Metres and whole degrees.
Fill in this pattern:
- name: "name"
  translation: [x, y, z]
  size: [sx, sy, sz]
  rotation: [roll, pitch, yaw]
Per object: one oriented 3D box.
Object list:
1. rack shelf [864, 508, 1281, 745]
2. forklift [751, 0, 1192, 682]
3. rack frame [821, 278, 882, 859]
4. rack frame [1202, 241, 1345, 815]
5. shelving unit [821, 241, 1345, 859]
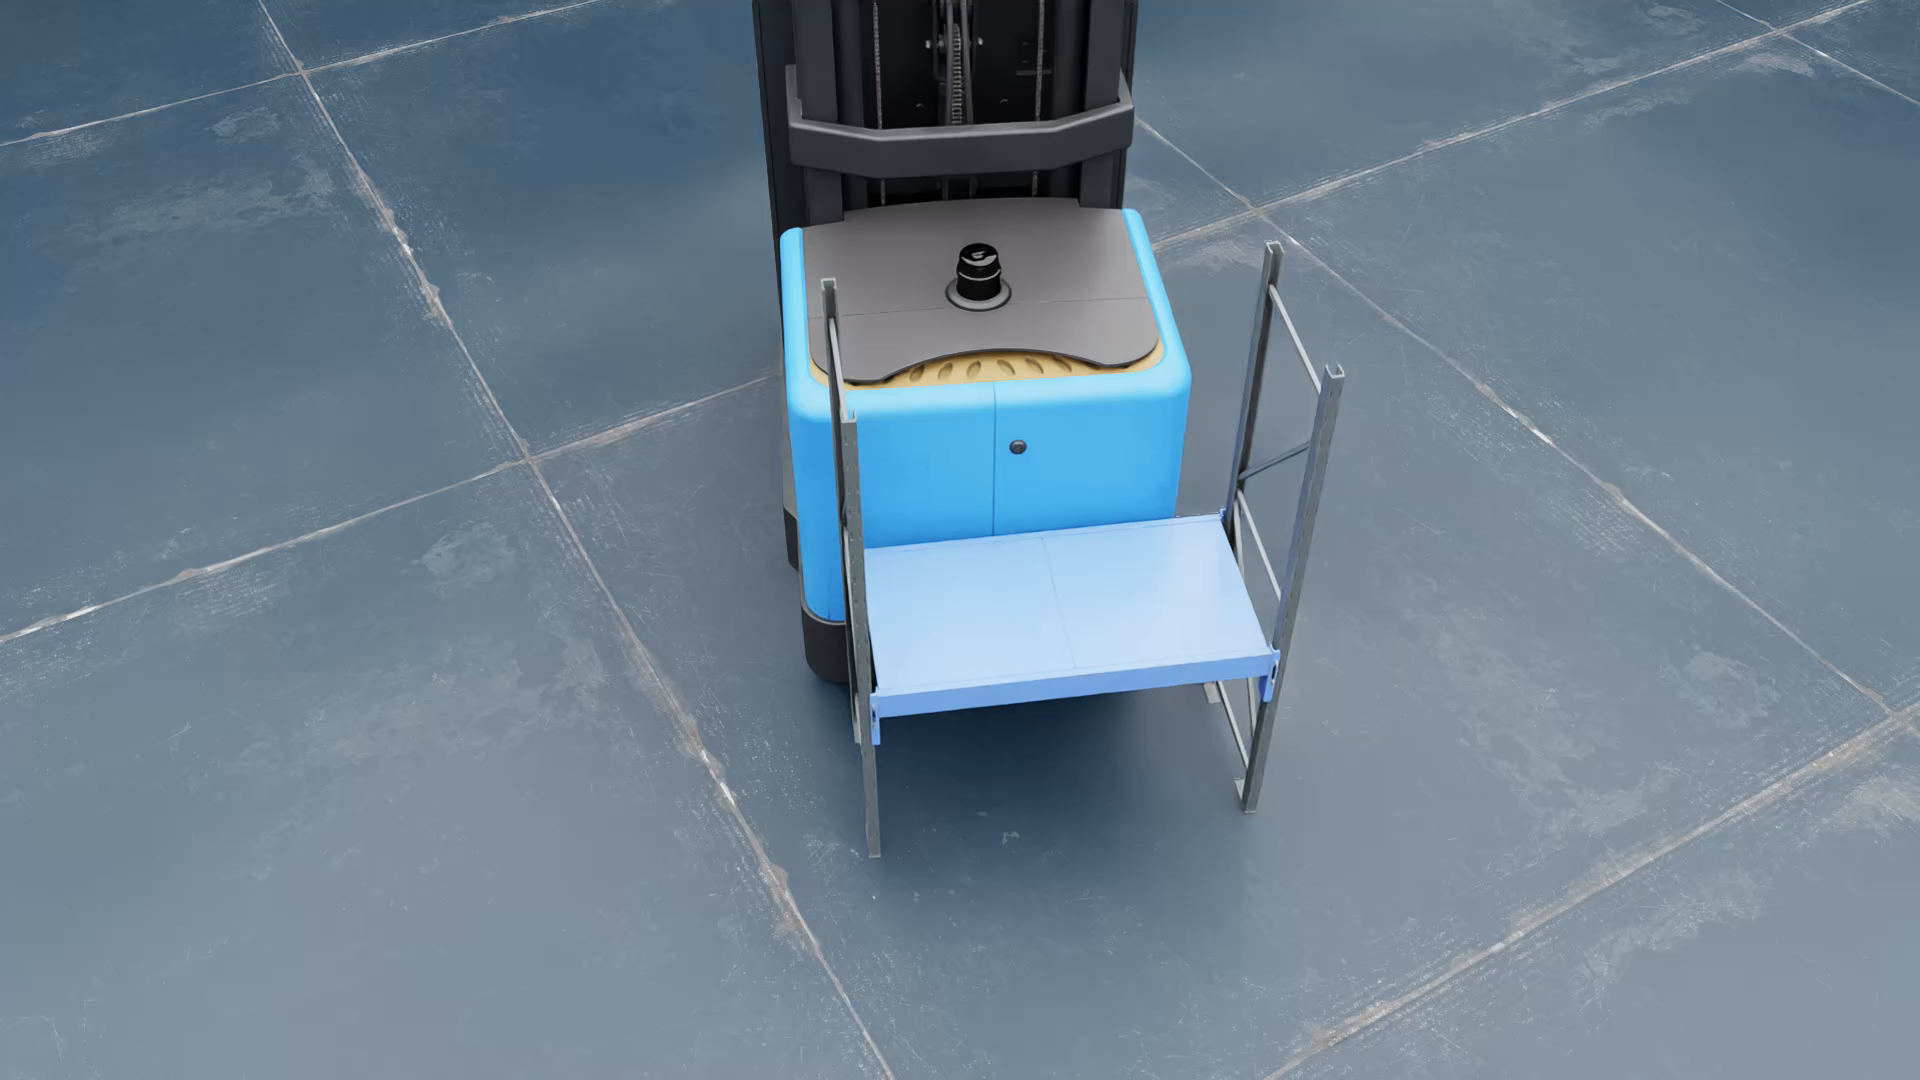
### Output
- name: "rack shelf"
  translation: [0.245, 0.208, 4.217]
  size: [1.000, 0.185, 0.538]
  rotation: [-6, 44, -6]
- name: "forklift"
  translation: [-0.066, -1.675, 4.871]
  size: [1.130, 2.935, 3.031]
  rotation: [-4, 44, -4]
- name: "rack frame"
  translation: [-0.258, 0.129, 4.040]
  size: [0.032, 1.500, 0.500]
  rotation: [-6, 44, -6]
- name: "rack frame"
  translation: [0.749, 0.029, 4.143]
  size: [0.032, 1.500, 0.500]
  rotation: [-6, 44, -6]
- name: "shelving unit"
  translation: [0.245, 0.079, 4.092]
  size: [1.048, 1.500, 0.538]
  rotation: [-6, 44, -6]
